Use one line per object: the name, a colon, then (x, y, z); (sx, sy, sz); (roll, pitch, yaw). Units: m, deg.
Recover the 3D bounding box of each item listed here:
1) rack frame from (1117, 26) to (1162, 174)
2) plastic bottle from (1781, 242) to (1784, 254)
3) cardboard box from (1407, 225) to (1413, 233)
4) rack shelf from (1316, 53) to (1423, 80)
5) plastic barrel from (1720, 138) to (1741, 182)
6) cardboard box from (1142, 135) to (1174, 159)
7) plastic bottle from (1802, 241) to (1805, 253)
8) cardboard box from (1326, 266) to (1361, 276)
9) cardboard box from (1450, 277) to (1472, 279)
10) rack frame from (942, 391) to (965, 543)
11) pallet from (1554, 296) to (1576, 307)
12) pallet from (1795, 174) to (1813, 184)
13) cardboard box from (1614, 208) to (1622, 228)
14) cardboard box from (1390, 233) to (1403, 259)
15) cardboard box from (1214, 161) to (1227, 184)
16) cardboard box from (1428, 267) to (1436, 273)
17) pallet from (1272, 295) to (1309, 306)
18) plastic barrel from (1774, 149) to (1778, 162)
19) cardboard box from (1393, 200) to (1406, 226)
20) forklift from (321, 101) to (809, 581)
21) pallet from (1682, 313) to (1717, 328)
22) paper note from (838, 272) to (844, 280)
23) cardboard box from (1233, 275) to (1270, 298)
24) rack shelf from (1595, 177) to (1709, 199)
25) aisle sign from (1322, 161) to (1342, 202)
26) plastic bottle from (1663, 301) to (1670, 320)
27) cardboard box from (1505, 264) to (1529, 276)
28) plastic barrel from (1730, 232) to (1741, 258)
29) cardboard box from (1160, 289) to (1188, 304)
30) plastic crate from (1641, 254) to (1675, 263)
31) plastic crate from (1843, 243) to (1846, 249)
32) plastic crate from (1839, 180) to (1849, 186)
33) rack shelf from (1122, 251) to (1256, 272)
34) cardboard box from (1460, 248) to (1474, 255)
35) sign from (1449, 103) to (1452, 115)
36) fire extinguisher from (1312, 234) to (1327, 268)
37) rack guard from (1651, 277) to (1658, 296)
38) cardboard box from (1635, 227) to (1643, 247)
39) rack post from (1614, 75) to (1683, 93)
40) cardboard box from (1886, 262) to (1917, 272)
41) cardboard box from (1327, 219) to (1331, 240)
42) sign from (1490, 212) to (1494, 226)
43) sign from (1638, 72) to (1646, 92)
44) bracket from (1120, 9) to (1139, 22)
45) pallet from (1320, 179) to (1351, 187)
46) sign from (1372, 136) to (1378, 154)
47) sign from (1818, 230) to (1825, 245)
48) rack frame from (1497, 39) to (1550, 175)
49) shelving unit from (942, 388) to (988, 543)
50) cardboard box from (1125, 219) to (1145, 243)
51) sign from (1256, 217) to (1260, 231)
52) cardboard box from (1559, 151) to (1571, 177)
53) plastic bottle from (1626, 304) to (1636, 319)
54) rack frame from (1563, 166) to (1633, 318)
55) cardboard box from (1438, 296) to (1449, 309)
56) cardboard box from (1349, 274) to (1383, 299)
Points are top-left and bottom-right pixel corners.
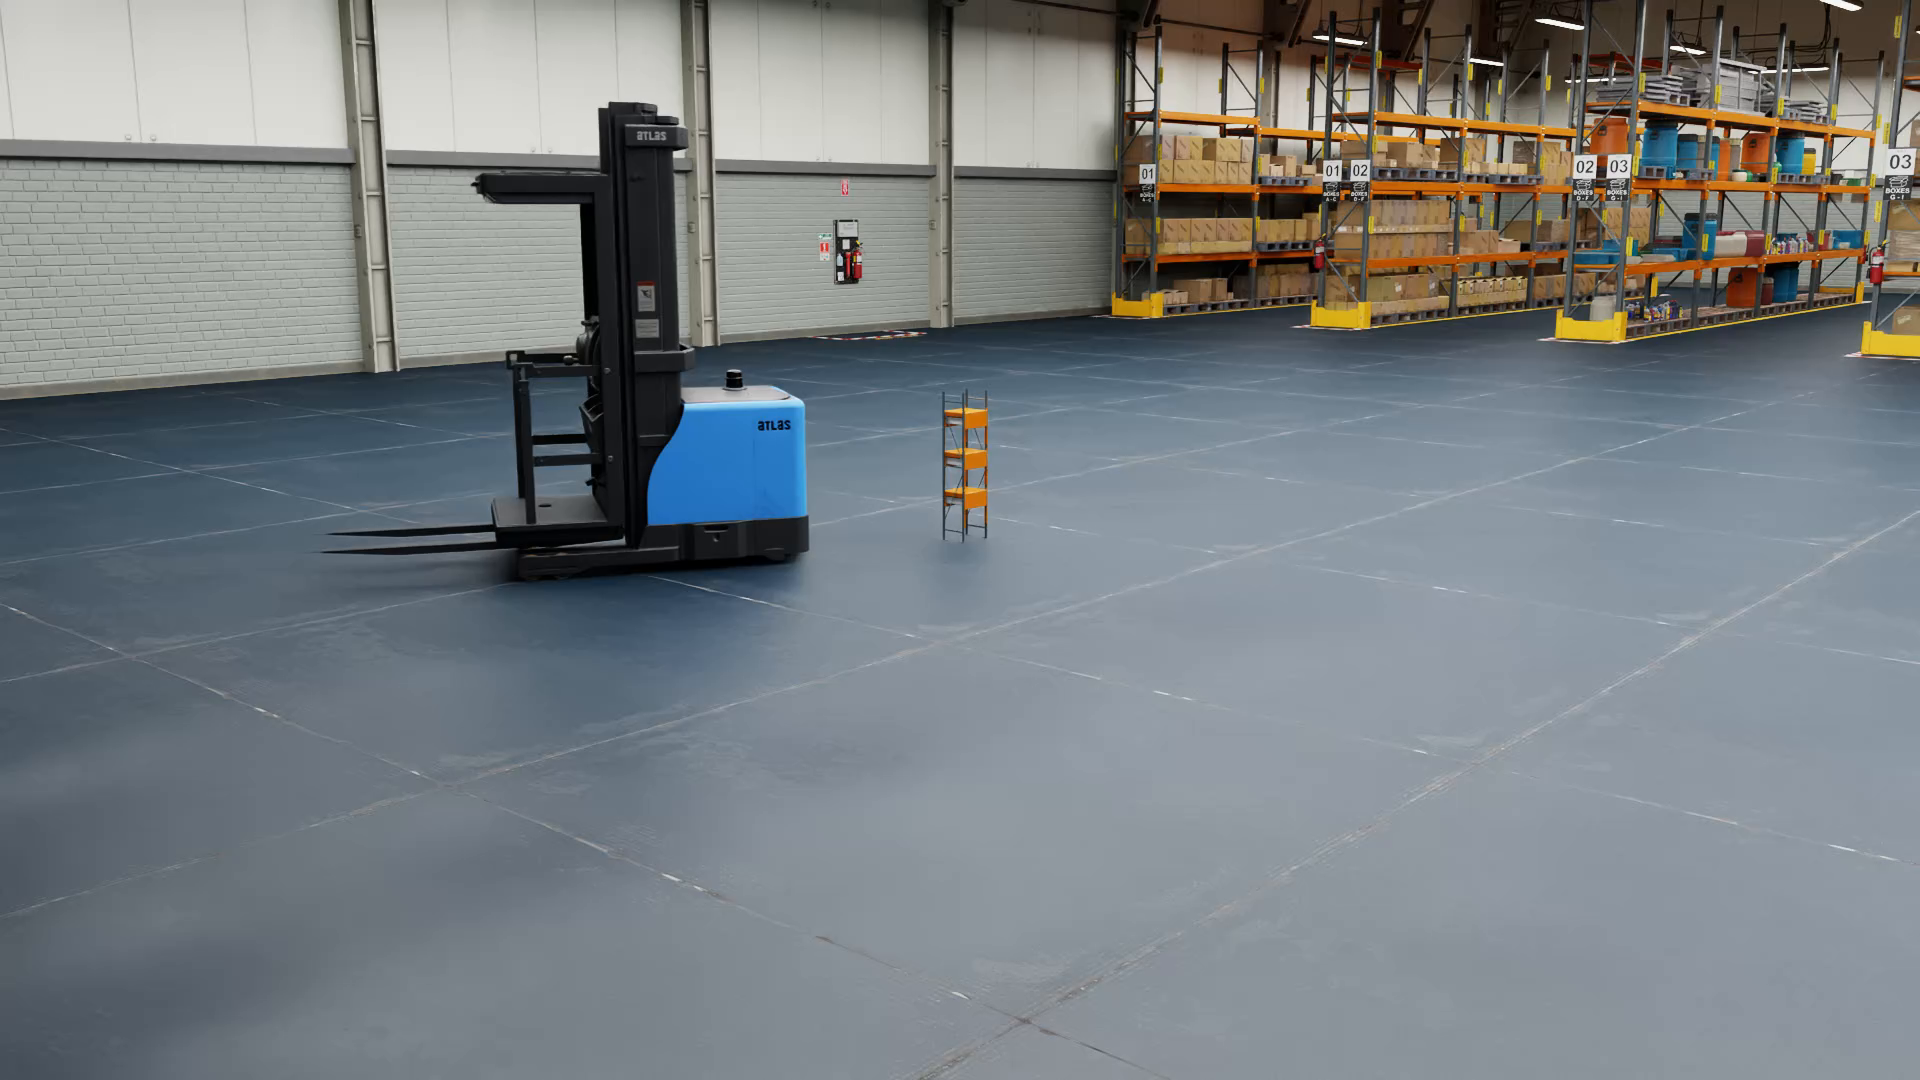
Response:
rack frame: (3.788, -9.267, 35.131); (1.000, 3.000, 0.127); (10, 15, 40)
plastic bottle: (17.898, -6.363, 36.239); (0.097, 0.271, 0.097); (0, 11, 0)
cardboard box: (8.947, -6.308, 33.723); (0.380, 0.149, 0.250); (10, 15, 41)
rack shelf: (10.389, -12.015, 42.243); (1.077, 0.370, 4.000); (10, 15, 40)
plastic barrel: (15.805, -7.845, 34.392); (0.600, 0.901, 0.600); (0, 11, 0)
cardboard box: (4.224, -8.370, 35.442); (0.500, 0.500, 0.500); (8, 14, 36)
plastic bottle: (18.892, -6.595, 37.389); (0.152, 0.276, 0.135); (10, 15, 40)
cardboard box: (9.652, -6.745, 42.238); (0.750, 0.750, 0.750); (10, 15, 40)
cardboard box: (11.208, -5.726, 37.240); (0.500, 0.311, 0.500); (10, 15, 40)
rack frame: (-0.045, -0.505, 11.558); (0.200, 1.050, 0.008); (10, 15, 40)
pallet: (14.119, -5.778, 40.101); (1.003, 0.211, 1.213); (10, 15, 40)
pallet: (17.960, -7.892, 36.392); (1.003, 0.211, 1.213); (10, 15, 40)
cardboard box: (16.295, -8.099, 41.792); (0.500, 0.500, 0.500); (9, 15, 39)
cardboard box: (8.504, -5.951, 33.593); (0.700, 0.500, 0.500); (10, 15, 41)
cardboard box: (5.600, -8.178, 37.031); (0.500, 0.500, 0.500); (9, 14, 38)
cardboard box: (12.614, -7.241, 45.615); (0.700, 0.500, 0.500); (10, 15, 40)
pallet: (7.746, -5.841, 40.416); (1.003, 0.211, 1.213); (10, 15, 40)
plastic barrel: (17.567, -8.245, 36.254); (0.433, 0.535, 0.433); (0, 11, 0)
cardboard box: (8.539, -6.597, 33.516); (0.700, 0.500, 0.500); (10, 15, 41)
forklift: (-2.573, -1.296, 10.718); (3.031, 2.935, 1.130); (-3, 12, -17)
pallet: (14.359, -4.385, 33.129); (1.003, 0.211, 1.213); (10, 15, 40)
paper note: (-2.189, -4.849, 30.580); (0.016, 0.148, 0.142); (10, 15, 40)
cardboard box: (6.901, -6.014, 39.420); (0.700, 0.500, 0.500); (10, 15, 42)
rack shelf: (12.550, -6.456, 30.556); (1.077, 0.370, 4.000); (10, 15, 40)
aisle sign: (7.247, -6.988, 32.402); (0.394, 0.787, 0.004); (10, 15, 40)
plastic bottle: (13.321, -4.341, 31.429); (0.144, 0.351, 0.185); (10, 15, 40)
cardboard box: (13.267, -6.396, 39.421); (0.500, 0.250, 0.500); (11, 15, 42)
plastic barrel: (15.714, -6.035, 33.982); (0.421, 0.512, 0.421); (0, 11, 0)
cardboard box: (4.688, -5.396, 36.811); (0.500, 0.311, 0.500); (-11, 15, -43)
plastic crate: (12.988, -5.231, 30.918); (0.530, 0.136, 0.437); (10, 15, 40)
plastic crate: (21.187, -7.114, 40.190); (0.396, 0.136, 0.243); (10, 15, 40)
plastic crate: (20.614, -8.403, 39.141); (0.437, 0.136, 0.530); (10, 15, 40)
rack shelf: (5.108, -6.266, 37.263); (1.077, 0.370, 4.000); (10, 15, 40)
cardboard box: (10.890, -6.254, 36.007); (0.380, 0.149, 0.250); (10, 15, 40)
sign: (13.937, -12.229, 47.174); (0.100, 0.325, 0.005); (10, 15, 40)
fire extinguisher: (7.084, -5.690, 32.736); (0.296, 0.674, 0.183); (10, 15, 40)
rack guard: (18.023, -6.802, 44.490); (1.175, 0.500, 0.348); (10, 15, 40)
cardboard box: (17.308, -7.837, 43.037); (0.500, 0.500, 0.500); (10, 15, 41)
rack post: (12.485, -8.238, 30.173); (0.937, 0.300, 0.954); (9, 15, 39)
cardboard box: (14.983, -4.349, 26.468); (0.380, 0.149, 0.250); (10, 15, 40)
cardboard box: (8.766, -7.696, 41.206); (0.700, 0.500, 0.500); (8, 14, 34)
sign: (12.378, -7.460, 38.647); (0.100, 0.325, 0.005); (10, 15, 40)
sign: (11.640, -7.811, 28.380); (0.100, 0.325, 0.005); (10, 15, 40)
bracket: (3.593, -11.140, 35.319); (0.235, 0.232, 0.430); (10, 15, 40)
pallet: (9.454, -8.982, 41.845); (1.213, 0.211, 1.003); (11, 16, 43)
sign: (7.924, -7.551, 31.764); (0.100, 0.325, 0.005); (10, 15, 40)
sign: (19.563, -6.874, 37.761); (0.100, 0.325, 0.005); (10, 15, 40)
rack frame: (12.792, -9.804, 37.821); (1.000, 3.000, 0.127); (10, 15, 40)
shelving unit: (0.035, -0.523, 11.648); (0.215, 1.050, 0.252); (10, 15, 40)
cardboard box: (3.939, -6.726, 36.143); (0.500, 0.500, 0.500); (10, 15, 40)
sign: (6.841, -7.269, 38.235); (0.100, 0.325, 0.005); (10, 15, 40)
cardboard box: (14.166, -8.964, 39.692); (0.600, 0.600, 0.600); (9, 14, 38)
plastic bottle: (12.748, -4.342, 31.621); (0.152, 0.276, 0.135); (10, 15, 40)
rack frame: (11.230, -5.044, 29.306); (1.000, 3.000, 0.127); (10, 15, 40)
cardboard box: (10.010, -5.034, 35.207); (0.500, 0.250, 0.500); (10, 15, 40)
cardboard box: (8.291, -5.177, 34.004); (0.500, 0.500, 0.500); (10, 15, 40)
